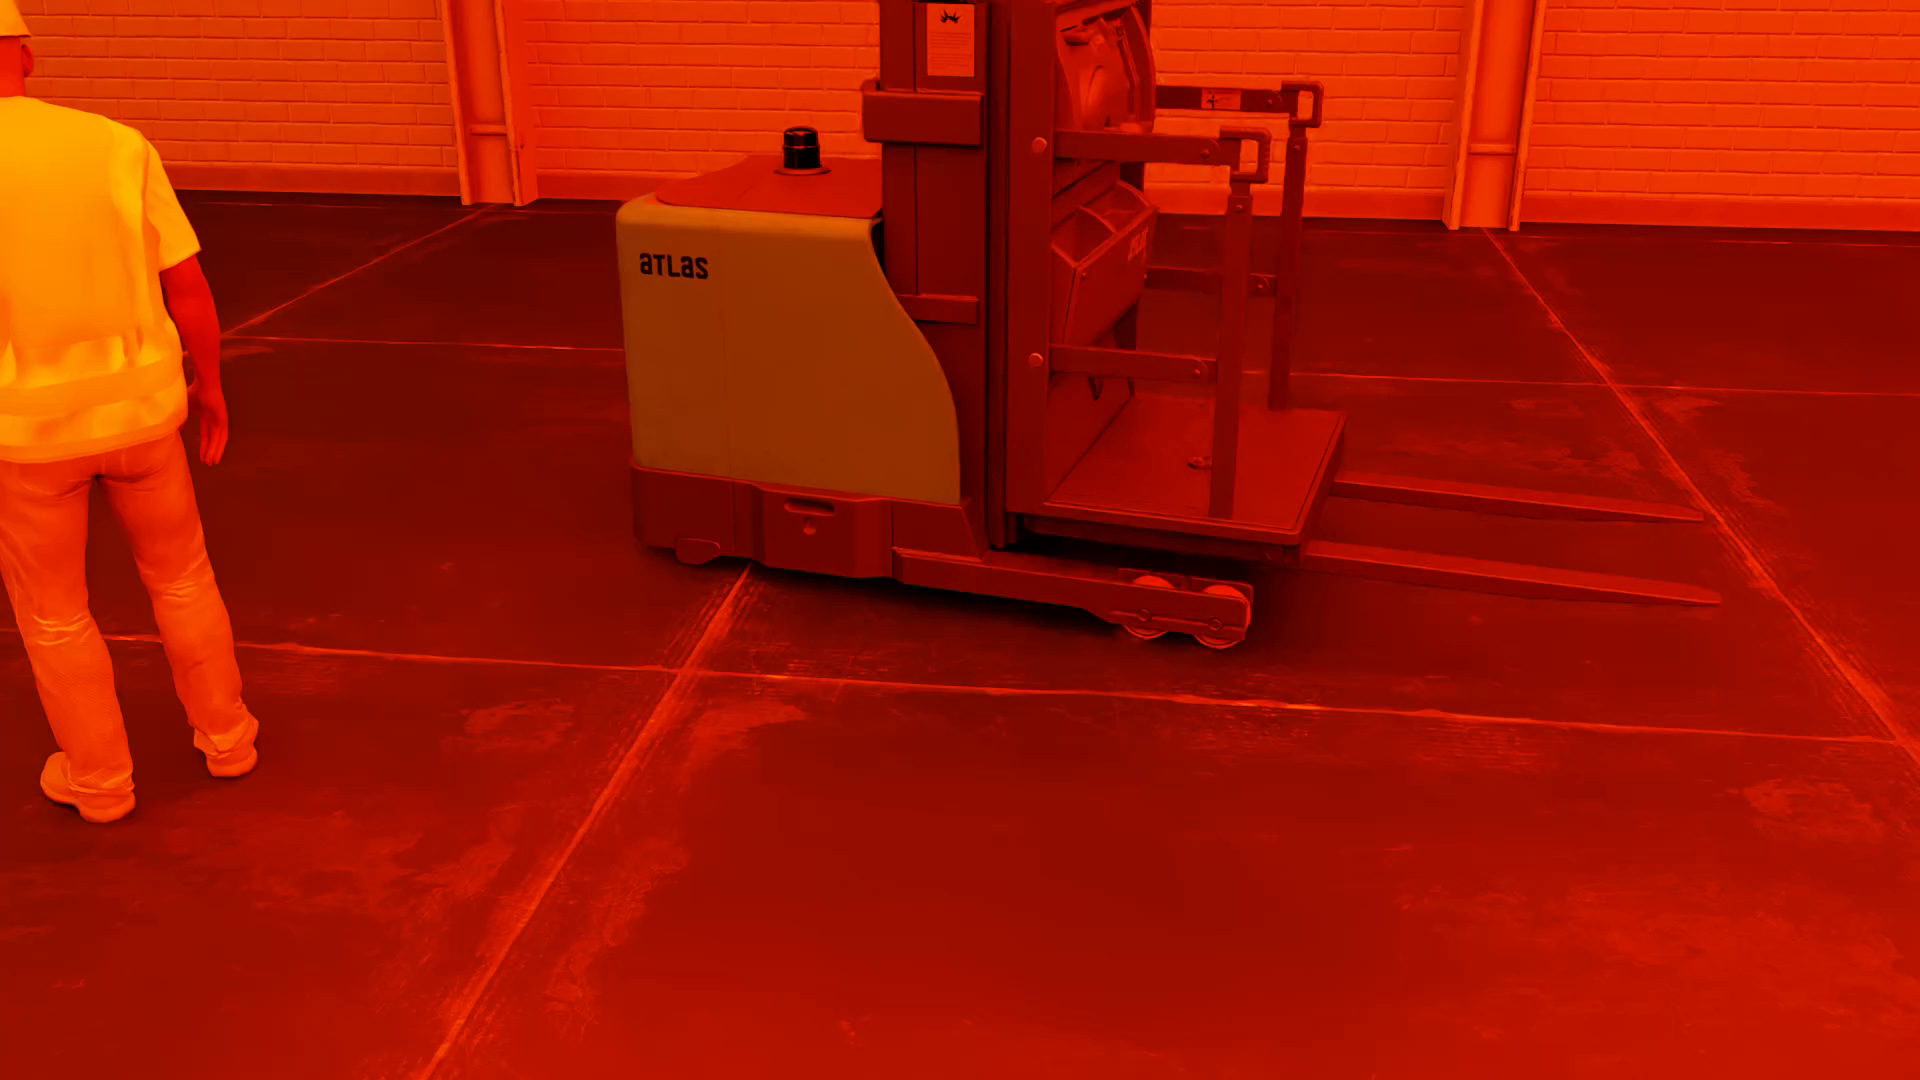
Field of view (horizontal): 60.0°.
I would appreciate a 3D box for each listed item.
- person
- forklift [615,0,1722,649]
[{"bbox_3d":[-1.856,-0.260,3.473,0.627,1.759,0.463,-19,28,-38],"label":"person"},{"bbox_3d":[0.589,-1.292,4.462,3.031,2.935,1.130,7,23,17],"label":"forklift"}]
